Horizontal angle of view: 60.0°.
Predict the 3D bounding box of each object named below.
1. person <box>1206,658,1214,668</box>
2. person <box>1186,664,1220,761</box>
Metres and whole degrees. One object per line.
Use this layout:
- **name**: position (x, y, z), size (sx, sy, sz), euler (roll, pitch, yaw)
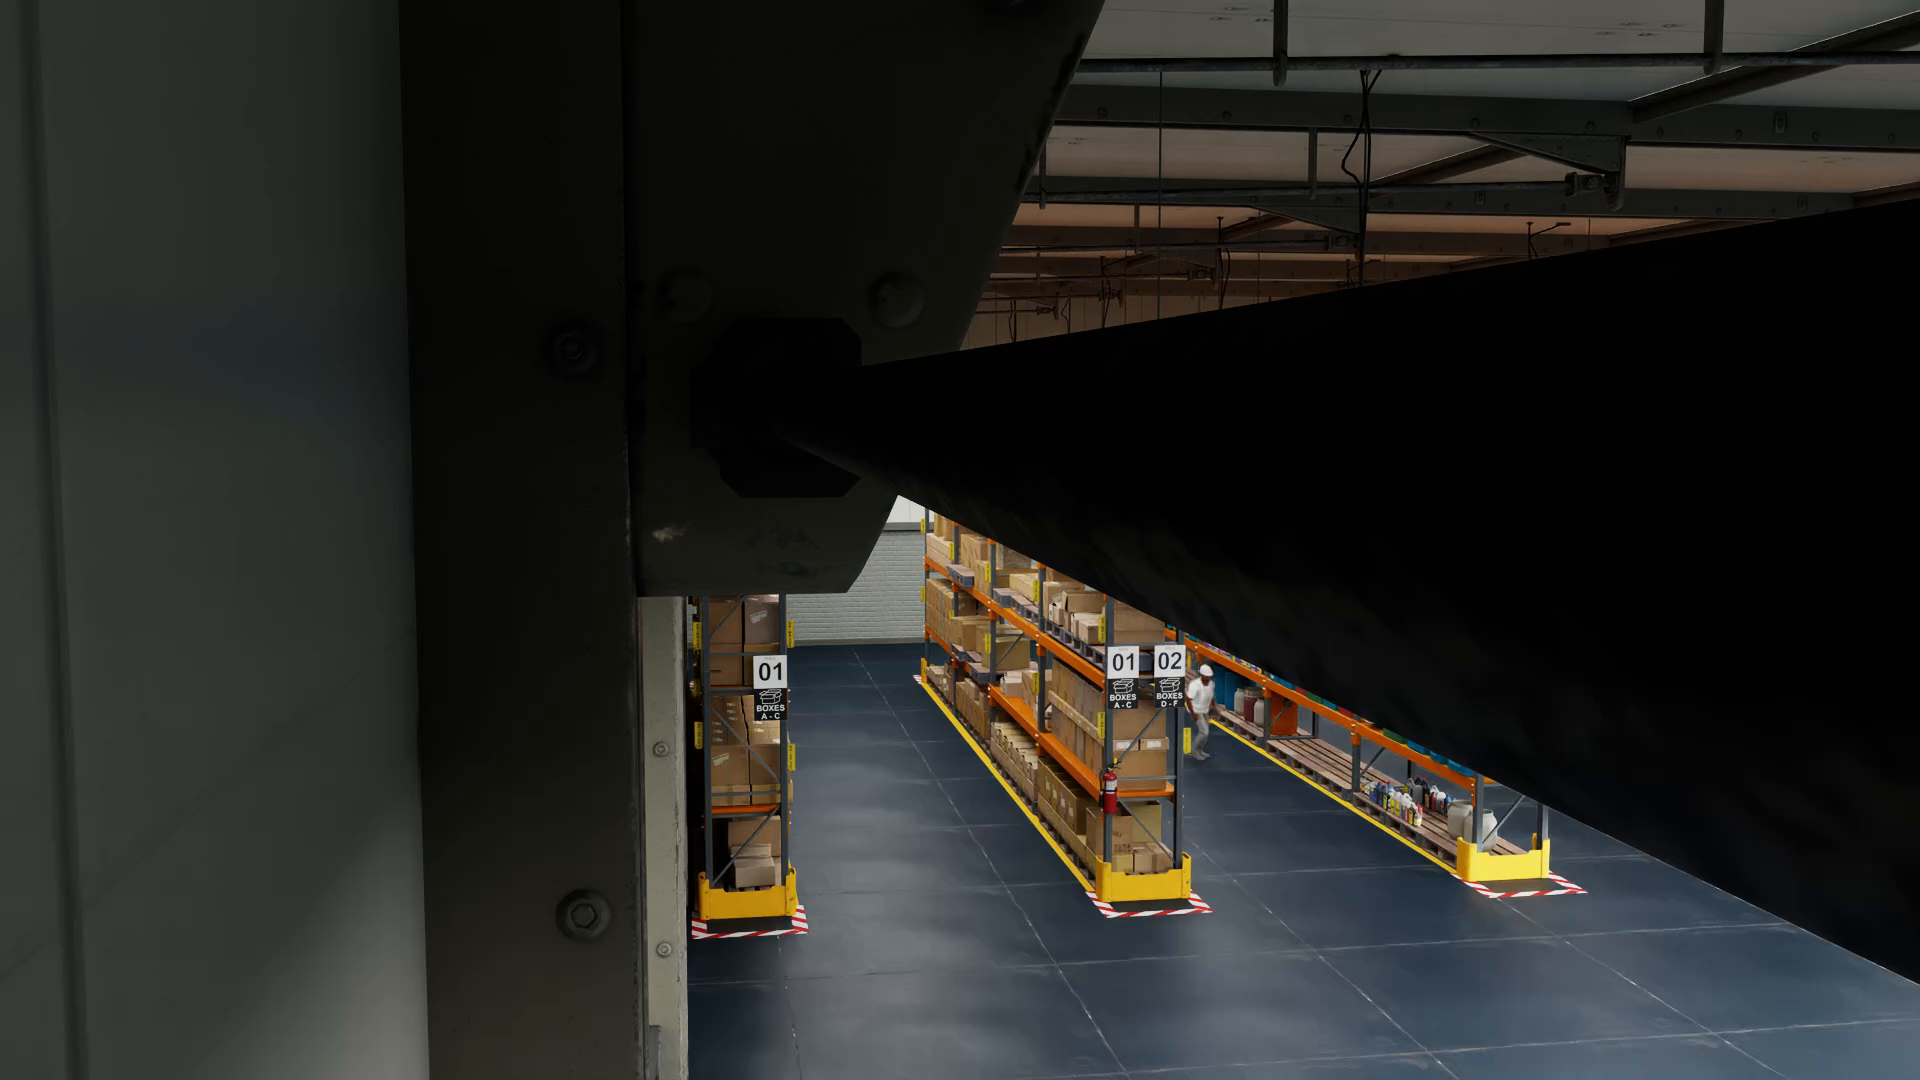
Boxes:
- **person**: position (5.938, 2.170, 38.139), size (0.791, 1.665, 0.647), euler (5, 7, 42)
- **person**: position (4.171, 2.964, 28.716), size (0.614, 1.700, 0.701), euler (5, 7, 44)
